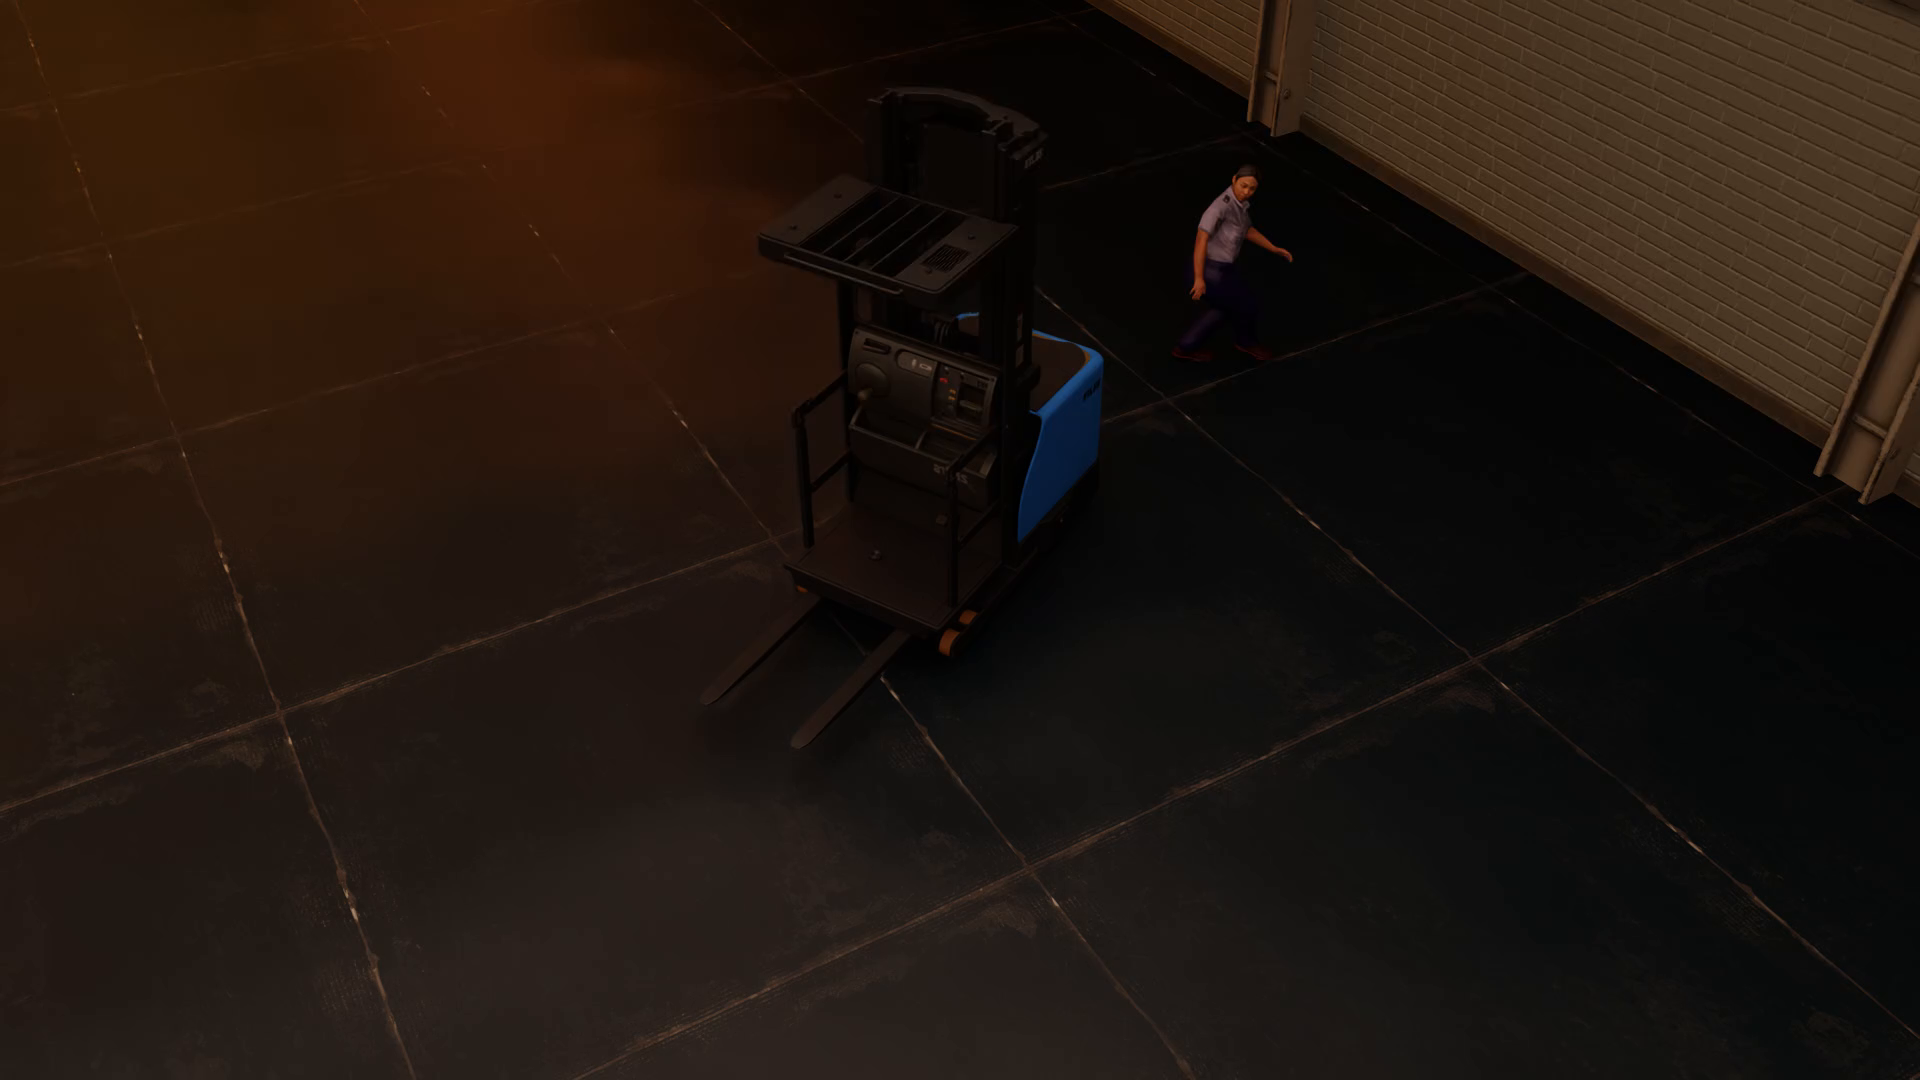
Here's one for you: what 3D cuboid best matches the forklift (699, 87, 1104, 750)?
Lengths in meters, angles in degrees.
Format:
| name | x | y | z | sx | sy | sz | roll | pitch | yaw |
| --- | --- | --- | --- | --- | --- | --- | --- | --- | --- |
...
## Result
| name | x | y | z | sx | sy | sz | roll | pitch | yaw |
| --- | --- | --- | --- | --- | --- | --- | --- | --- | --- |
| forklift | -0.323 | -0.797 | 8.997 | 1.130 | 2.935 | 3.031 | 22 | 44 | 24 |

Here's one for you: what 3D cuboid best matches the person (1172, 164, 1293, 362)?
| name | x | y | z | sx | sy | sz | roll | pitch | yaw |
| --- | --- | --- | --- | --- | --- | --- | --- | --- | --- |
| person | 1.889 | -1.816 | 11.357 | 0.756 | 1.504 | 0.714 | 2 | 40 | 3 |
